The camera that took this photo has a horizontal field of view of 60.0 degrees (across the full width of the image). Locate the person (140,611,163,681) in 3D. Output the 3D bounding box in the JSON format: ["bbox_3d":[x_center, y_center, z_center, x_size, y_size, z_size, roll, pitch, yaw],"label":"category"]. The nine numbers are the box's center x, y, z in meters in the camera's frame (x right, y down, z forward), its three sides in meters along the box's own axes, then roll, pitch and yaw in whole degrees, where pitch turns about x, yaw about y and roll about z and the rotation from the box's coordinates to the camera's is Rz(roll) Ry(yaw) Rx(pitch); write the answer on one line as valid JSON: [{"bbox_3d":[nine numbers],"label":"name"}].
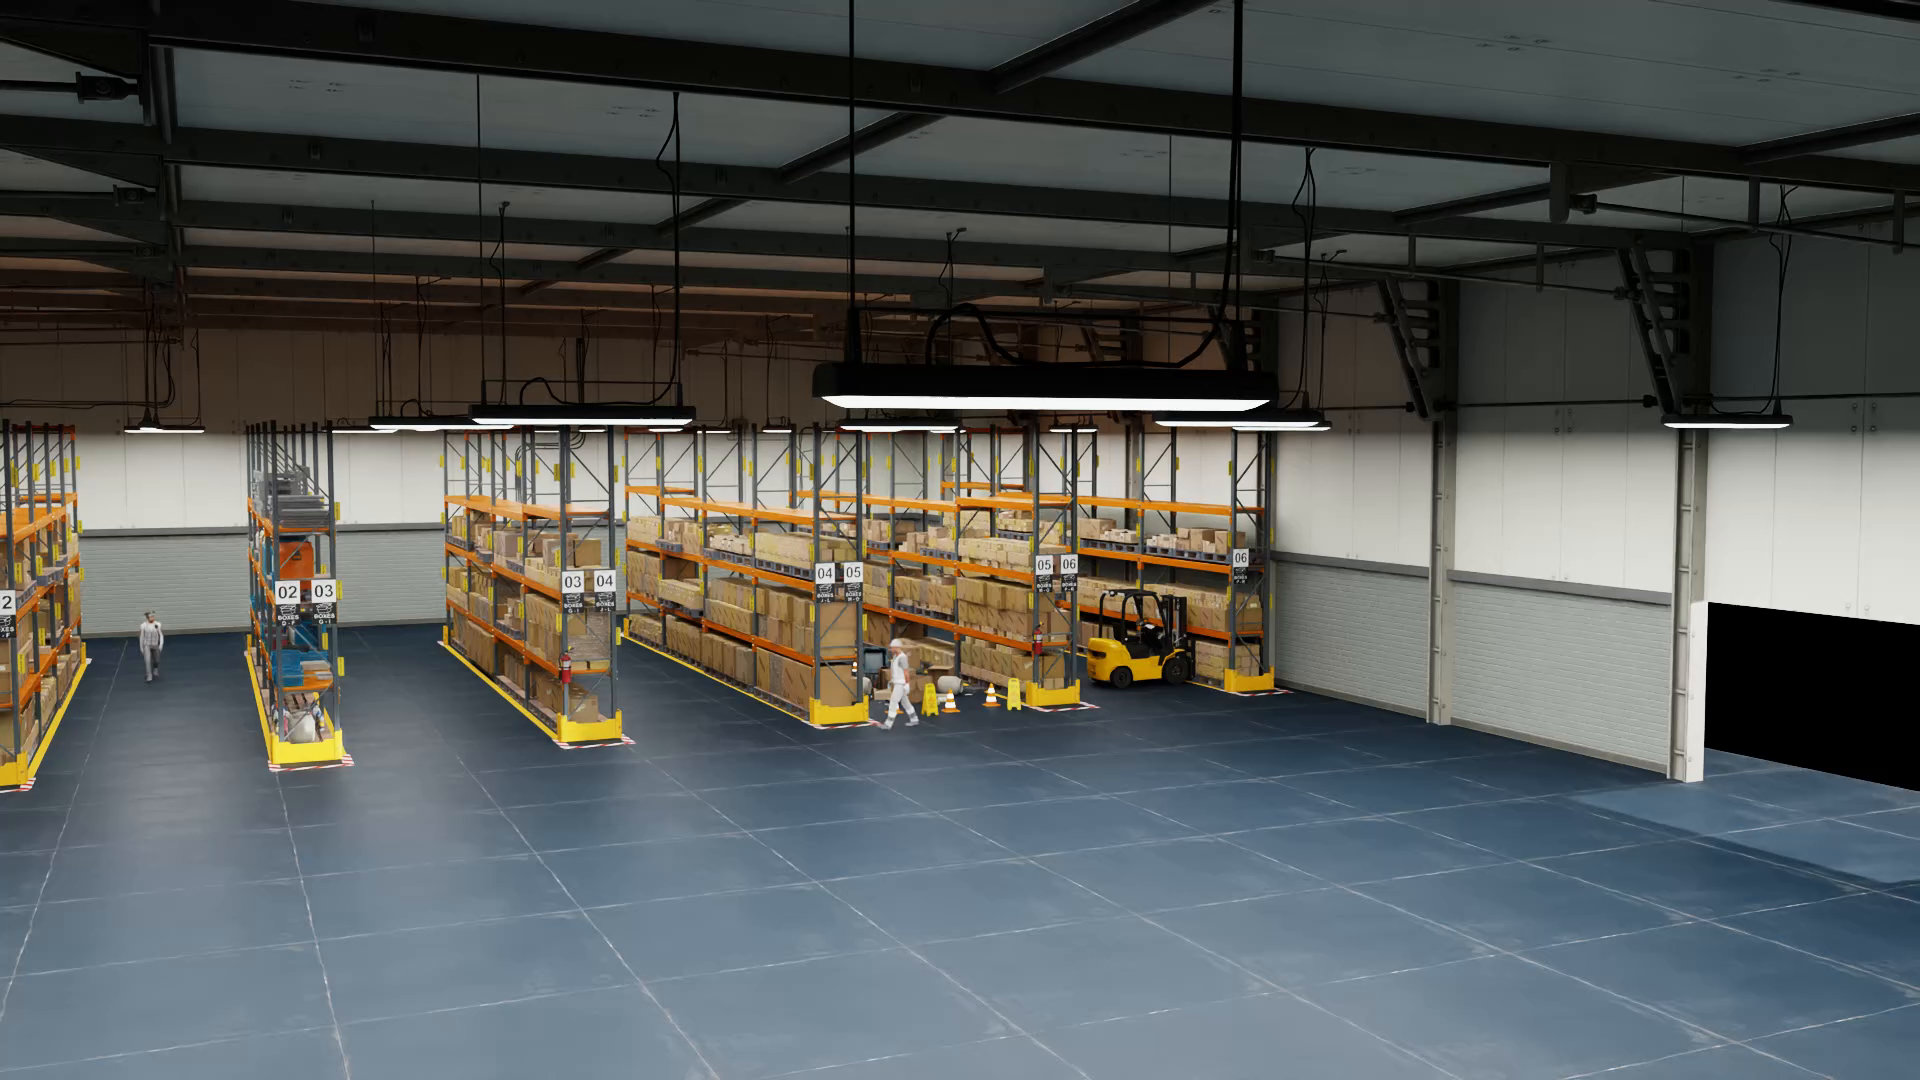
[{"bbox_3d":[-18.964,2.454,38.993,0.488,1.632,0.872,-2,4,-27],"label":"person"}]

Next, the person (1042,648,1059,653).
[{"bbox_3d":[2.161,2.432,39.969,0.541,1.602,0.719,-2,4,-23],"label":"person"}]

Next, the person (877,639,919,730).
[{"bbox_3d":[-1.226,2.816,32.532,0.911,1.753,0.566,-1,4,-16],"label":"person"}]
